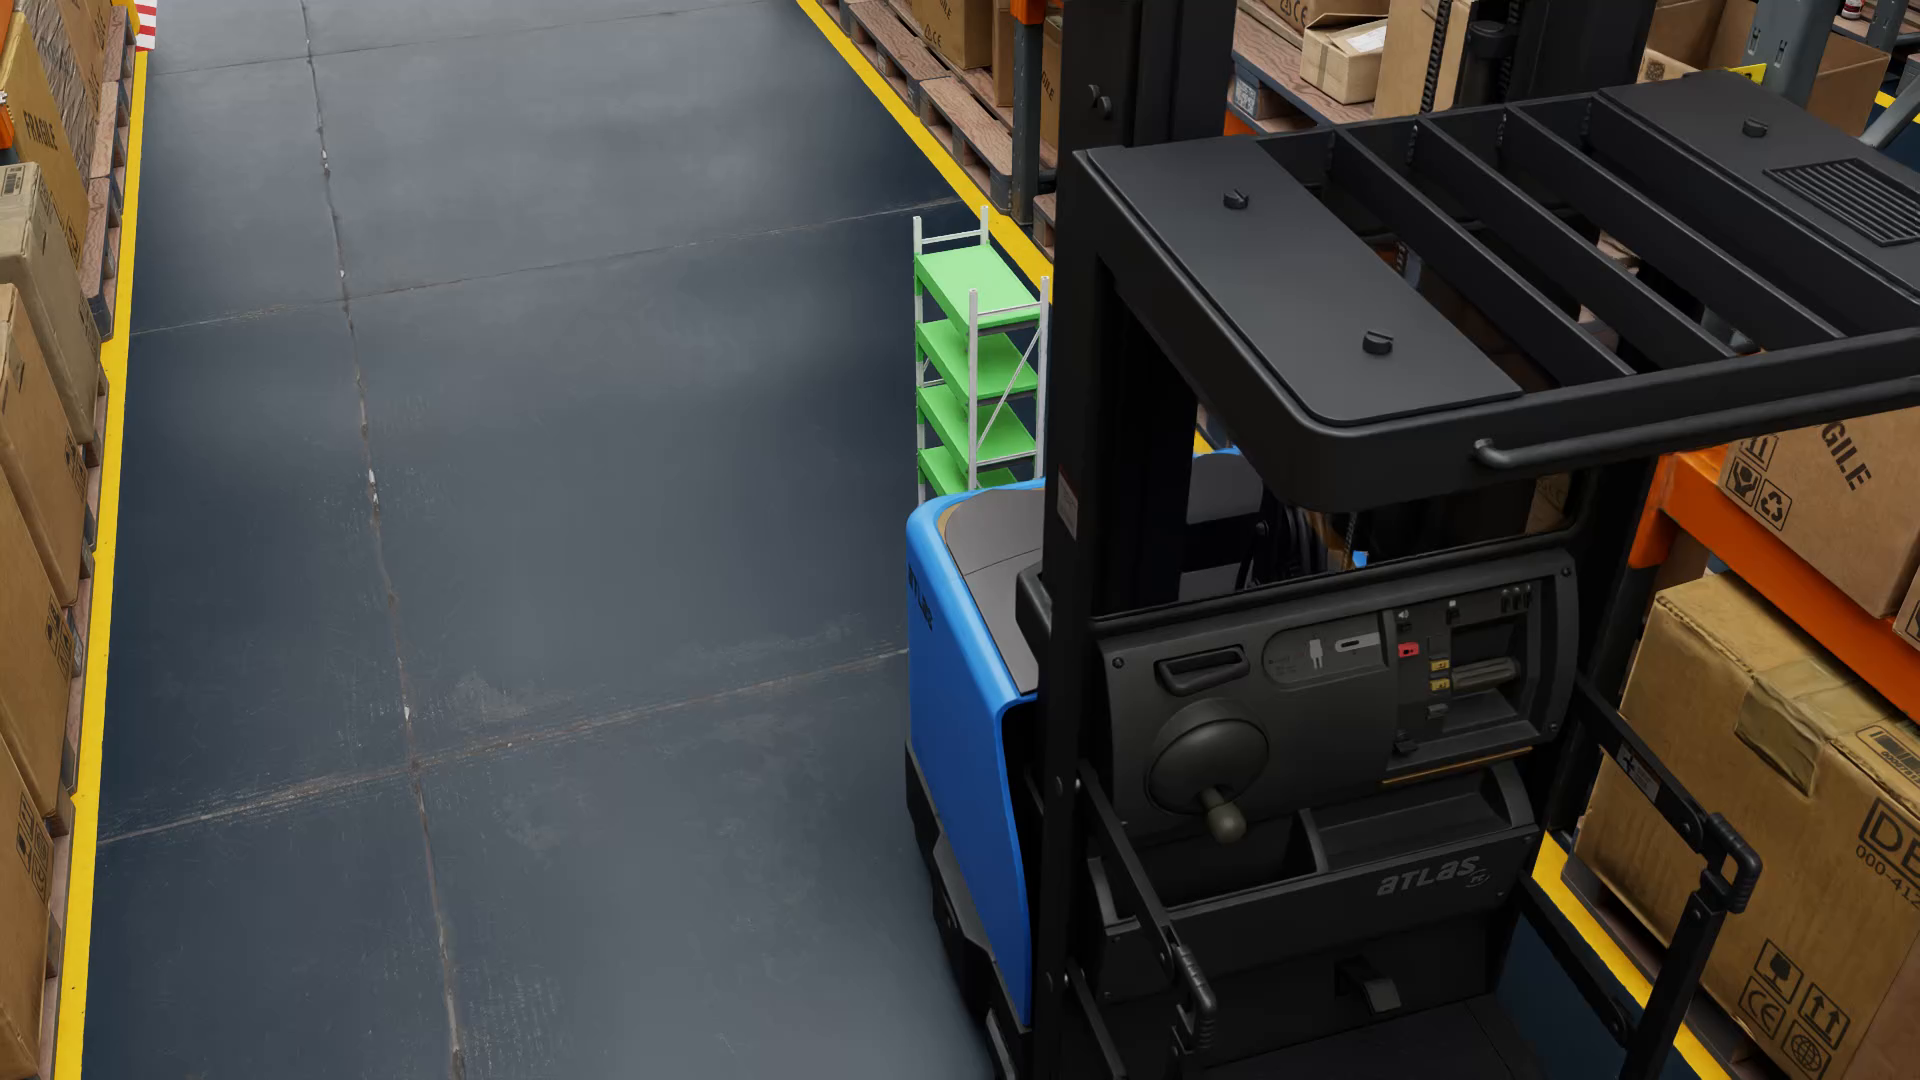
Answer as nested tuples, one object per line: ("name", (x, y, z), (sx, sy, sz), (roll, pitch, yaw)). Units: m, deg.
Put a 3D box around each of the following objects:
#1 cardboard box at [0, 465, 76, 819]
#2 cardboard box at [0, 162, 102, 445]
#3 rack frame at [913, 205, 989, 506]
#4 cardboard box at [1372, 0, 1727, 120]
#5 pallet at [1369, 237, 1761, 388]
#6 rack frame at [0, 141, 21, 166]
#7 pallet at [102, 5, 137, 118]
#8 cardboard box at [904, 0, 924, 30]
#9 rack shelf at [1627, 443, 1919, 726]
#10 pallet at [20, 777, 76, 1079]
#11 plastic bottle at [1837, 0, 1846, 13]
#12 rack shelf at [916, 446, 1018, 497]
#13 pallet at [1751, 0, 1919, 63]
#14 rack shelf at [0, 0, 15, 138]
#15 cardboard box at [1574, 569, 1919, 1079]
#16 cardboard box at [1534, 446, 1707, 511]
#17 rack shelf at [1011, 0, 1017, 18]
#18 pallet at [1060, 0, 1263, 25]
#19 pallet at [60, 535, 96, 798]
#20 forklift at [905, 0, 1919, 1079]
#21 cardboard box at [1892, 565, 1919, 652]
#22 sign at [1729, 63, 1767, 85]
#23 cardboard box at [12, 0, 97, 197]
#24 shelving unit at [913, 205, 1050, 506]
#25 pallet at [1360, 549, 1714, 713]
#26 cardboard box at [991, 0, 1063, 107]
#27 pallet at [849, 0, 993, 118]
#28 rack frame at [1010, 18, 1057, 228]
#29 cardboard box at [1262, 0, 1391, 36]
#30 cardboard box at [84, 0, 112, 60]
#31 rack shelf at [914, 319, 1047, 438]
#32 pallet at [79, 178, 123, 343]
("cardboard box", (-3.019, 0.330, 4.339), (1.050, 0.750, 0.750), (-12, 39, -15))
("cardboard box", (-3.669, -0.741, 5.762), (1.050, 0.750, 0.750), (-13, 39, -16))
("rack frame", (-0.027, -0.524, 5.448), (0.240, 1.200, 0.015), (-12, 39, -16))
("cardboard box", (1.592, -1.314, 4.569), (0.700, 0.500, 0.500), (-7, 38, -9))
("pallet", (1.756, -0.818, 4.503), (1.213, 0.211, 1.003), (-12, 39, -16))
("rack frame", (-3.967, -1.804, 5.652), (1.000, 3.000, 0.127), (-12, 39, -16))
("pallet", (-4.995, -2.515, 8.913), (1.003, 0.211, 1.213), (-12, 39, -16))
("cardboard box", (-0.017, -3.159, 9.179), (0.500, 0.500, 0.500), (-9, 38, -12))
("rack shelf", (2.790, 0.903, 2.657), (1.077, 0.370, 4.000), (-12, 39, -16))
("pallet", (-2.791, 1.108, 4.103), (1.003, 0.211, 1.213), (-12, 39, -16))
("plastic bottle", (4.900, -3.094, 9.256), (0.061, 0.283, 0.133), (-11, 38, -14))
("rack shelf", (0.057, -0.143, 5.448), (0.258, 0.148, 0.480), (-12, 39, -16))
("pallet", (5.184, -3.074, 9.655), (1.003, 0.211, 1.213), (-12, 39, -16))
("rack shelf", (-4.655, -2.647, 7.369), (1.077, 0.370, 4.000), (-12, 39, -16))
("cardboard box", (2.320, 0.561, 3.930), (1.225, 0.875, 0.875), (-14, 39, -18))
("cardboard box", (1.843, -0.364, 4.828), (0.500, 0.250, 0.500), (-11, 38, -14))
("rack shelf", (0.037, -3.617, 8.656), (1.077, 0.370, 4.000), (-12, 39, -16))
("pallet", (0.852, -2.236, 6.384), (1.003, 0.211, 1.213), (-12, 39, -16))
("pallet", (-3.207, 0.420, 5.017), (1.003, 0.211, 1.213), (-12, 39, -16))
("forklift", (0.764, 0.354, 2.844), (1.130, 2.935, 3.031), (-10, 38, -13))
("cardboard box", (2.193, 0.067, 3.084), (0.500, 0.500, 0.500), (-13, 39, -17))
("sign", (1.595, -0.828, 3.459), (0.100, 0.325, 0.005), (-12, 39, -16))
("cardboard box", (-4.431, -2.002, 7.331), (0.875, 0.875, 0.875), (-12, 39, -16))
("shelving unit", (0.057, -0.386, 5.265), (0.258, 1.200, 0.503), (-12, 39, -16))
("pallet", (1.834, 0.157, 5.365), (1.003, 0.211, 1.213), (-12, 39, -16))
("cardboard box", (0.421, -2.500, 8.304), (0.500, 0.500, 0.500), (-1, 37, -1))
("pallet", (0.037, -2.723, 9.189), (1.003, 0.211, 1.213), (-12, 39, -16))
("rack frame", (0.725, -2.774, 6.940), (1.000, 3.000, 0.127), (-12, 39, -16))
("cardboard box", (1.408, -2.023, 5.508), (0.797, 0.503, 0.637), (-9, 38, -11))
("cardboard box", (-5.048, -3.014, 8.675), (0.875, 0.875, 0.875), (-12, 39, -16))
("rack shelf", (0.057, -0.526, 5.159), (0.258, 0.148, 0.480), (-12, 39, -16))
("pallet", (-4.155, -1.136, 7.083), (1.003, 0.211, 1.213), (-12, 39, -16))
